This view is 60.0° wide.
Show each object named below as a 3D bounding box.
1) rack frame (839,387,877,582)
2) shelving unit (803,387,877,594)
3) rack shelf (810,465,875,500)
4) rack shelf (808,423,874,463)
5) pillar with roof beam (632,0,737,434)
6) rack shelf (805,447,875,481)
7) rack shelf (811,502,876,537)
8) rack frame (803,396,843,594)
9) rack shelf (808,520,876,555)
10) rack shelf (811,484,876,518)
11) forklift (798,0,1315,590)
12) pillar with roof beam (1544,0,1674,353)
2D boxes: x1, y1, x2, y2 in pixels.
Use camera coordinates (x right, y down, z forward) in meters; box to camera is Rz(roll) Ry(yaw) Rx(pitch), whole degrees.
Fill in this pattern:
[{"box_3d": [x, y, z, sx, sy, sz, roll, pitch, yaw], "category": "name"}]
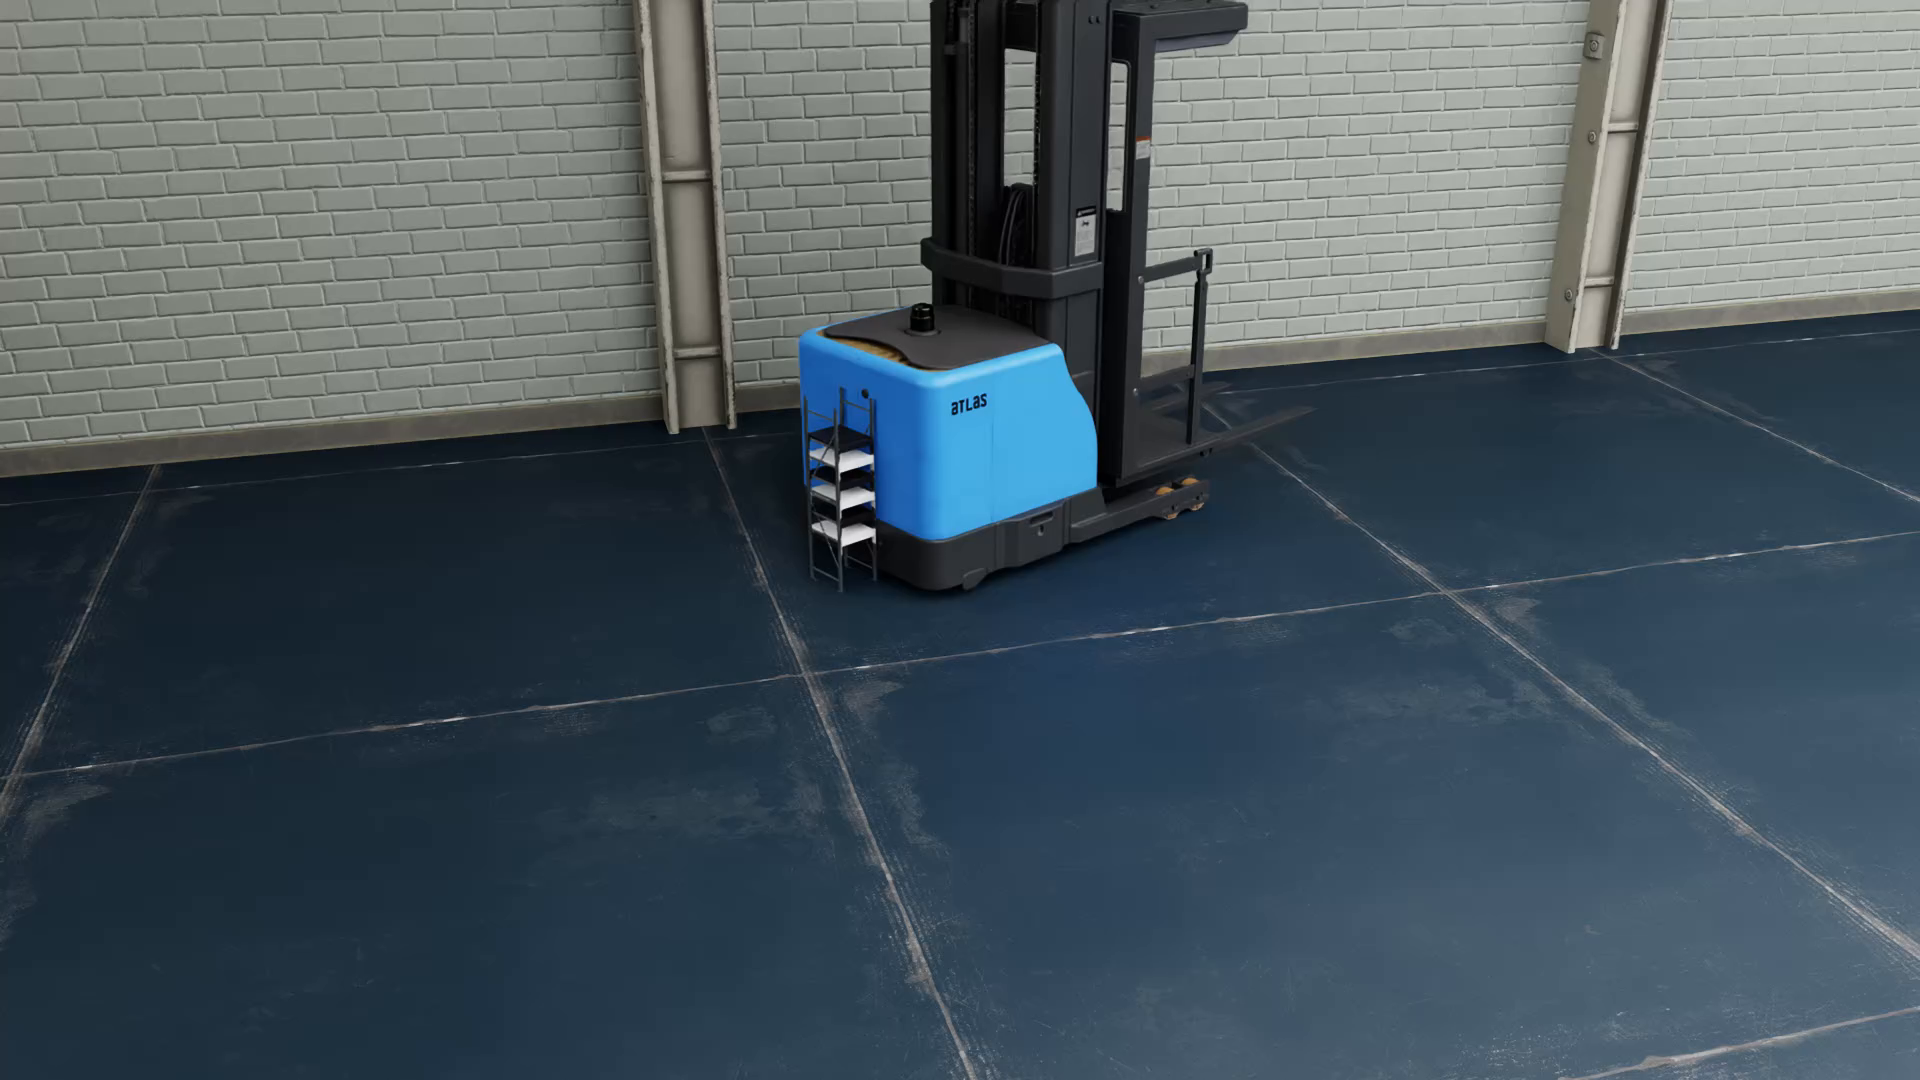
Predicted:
[{"box_3d": [-0.471, -0.252, 7.696, 0.006, 0.900, 0.240, -19, 30, -38], "category": "rack frame"}, {"box_3d": [-0.547, -0.225, 7.633, 0.210, 0.900, 0.258, -19, 30, -38], "category": "shelving unit"}, {"box_3d": [-0.547, -0.277, 7.611, 0.200, 0.077, 0.258, -19, 30, -38], "category": "rack shelf"}, {"box_3d": [-0.547, -0.443, 7.540, 0.200, 0.077, 0.258, -19, 30, -38], "category": "rack shelf"}, {"box_3d": [-0.381, -3.197, 4.289, 0.400, 9.000, 9.100, -6, 24, -14], "category": "pillar with roof beam"}, {"box_3d": [-0.547, -0.360, 7.576, 0.200, 0.077, 0.258, -19, 30, -38], "category": "rack shelf"}, {"box_3d": [-0.547, -0.112, 7.682, 0.200, 0.077, 0.258, -19, 30, -38], "category": "rack shelf"}, {"box_3d": [-0.623, -0.198, 7.571, 0.006, 0.900, 0.240, -19, 30, -38], "category": "rack frame"}, {"box_3d": [-0.547, -0.029, 7.718, 0.200, 0.077, 0.258, -19, 30, -38], "category": "rack shelf"}, {"box_3d": [-0.547, -0.194, 7.647, 0.200, 0.077, 0.258, -19, 30, -38], "category": "rack shelf"}, {"box_3d": [0.659, -1.587, 8.231, 3.031, 2.935, 1.130, -19, 30, -38], "category": "forklift"}, {"box_3d": [5.396, -3.836, 5.779, 0.400, 9.000, 9.100, -6, 24, -14], "category": "pillar with roof beam"}]
